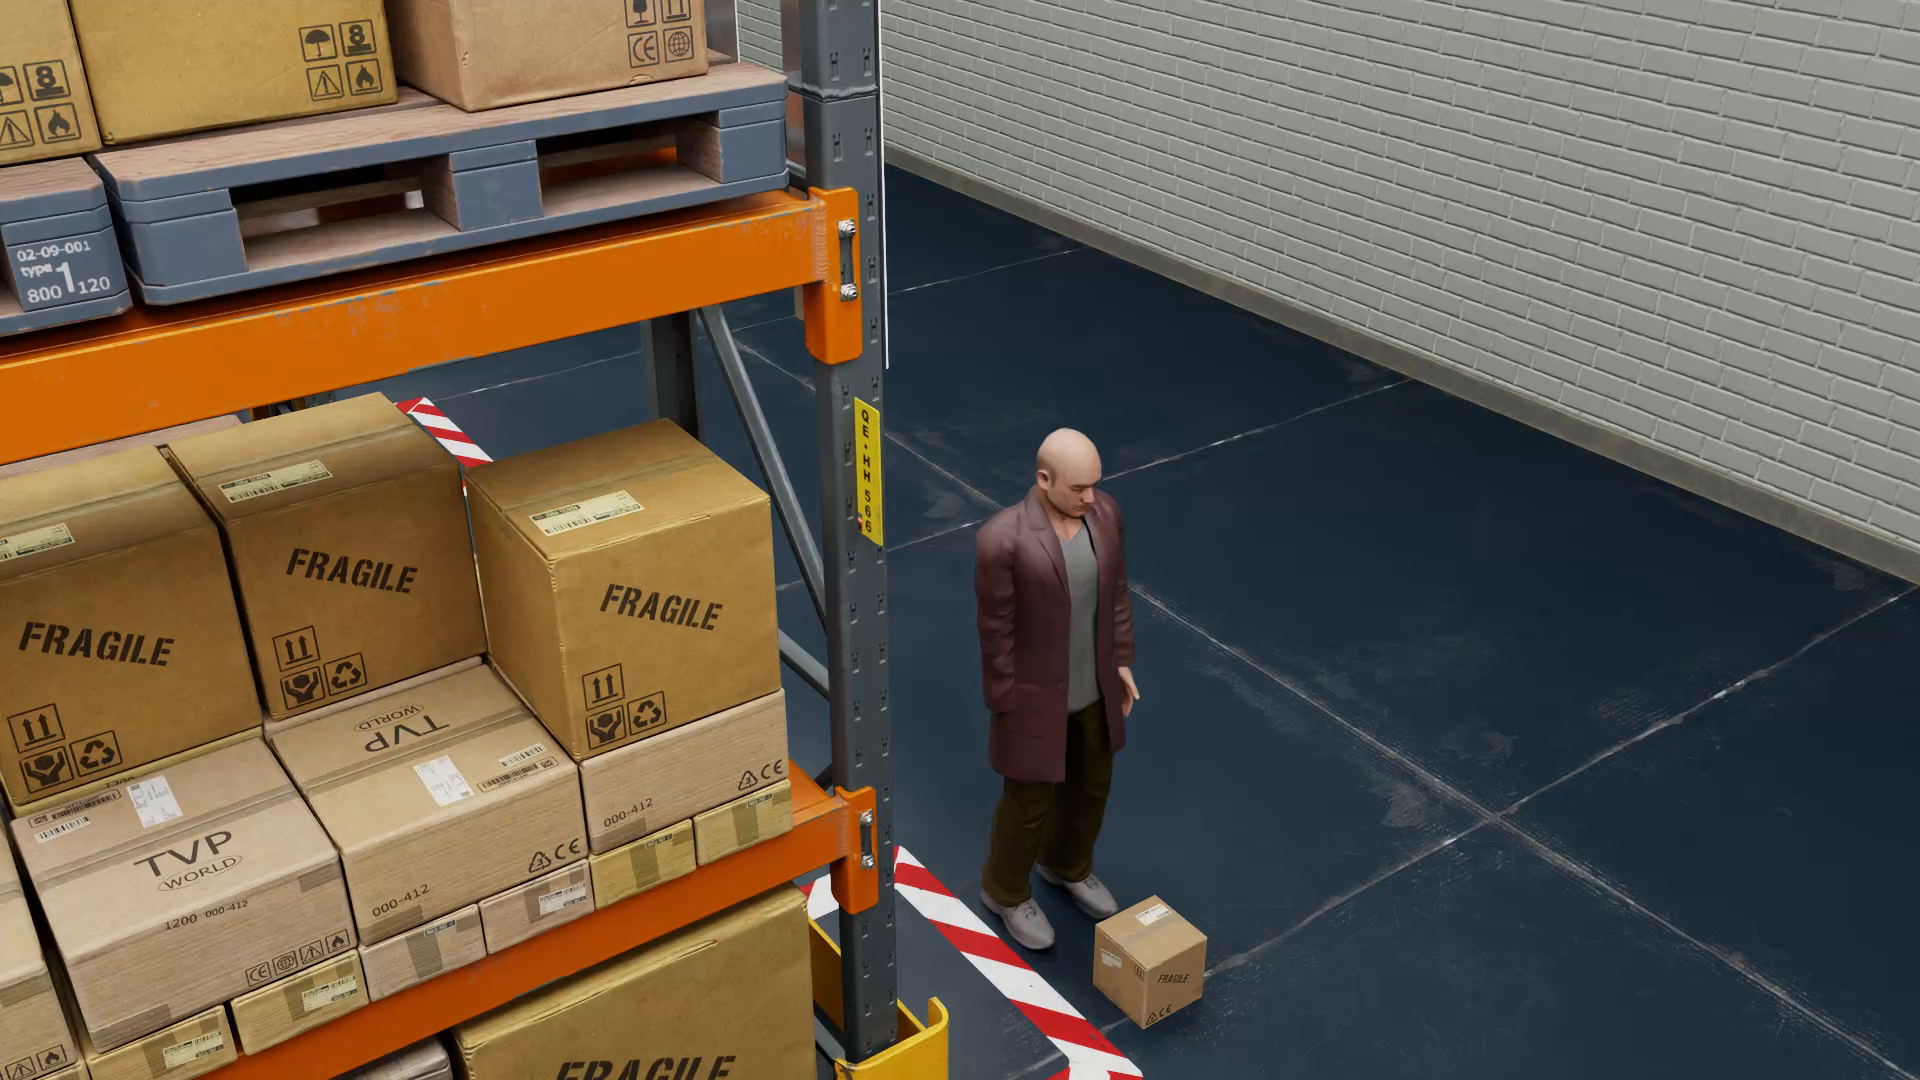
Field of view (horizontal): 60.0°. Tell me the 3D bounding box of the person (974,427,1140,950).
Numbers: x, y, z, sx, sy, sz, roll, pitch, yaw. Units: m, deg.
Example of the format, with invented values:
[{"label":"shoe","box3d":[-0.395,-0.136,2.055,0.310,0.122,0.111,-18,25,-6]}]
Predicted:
[{"label":"person","box3d":[0.324,0.469,5.274,0.562,1.773,0.379,-18,33,-30]}]
